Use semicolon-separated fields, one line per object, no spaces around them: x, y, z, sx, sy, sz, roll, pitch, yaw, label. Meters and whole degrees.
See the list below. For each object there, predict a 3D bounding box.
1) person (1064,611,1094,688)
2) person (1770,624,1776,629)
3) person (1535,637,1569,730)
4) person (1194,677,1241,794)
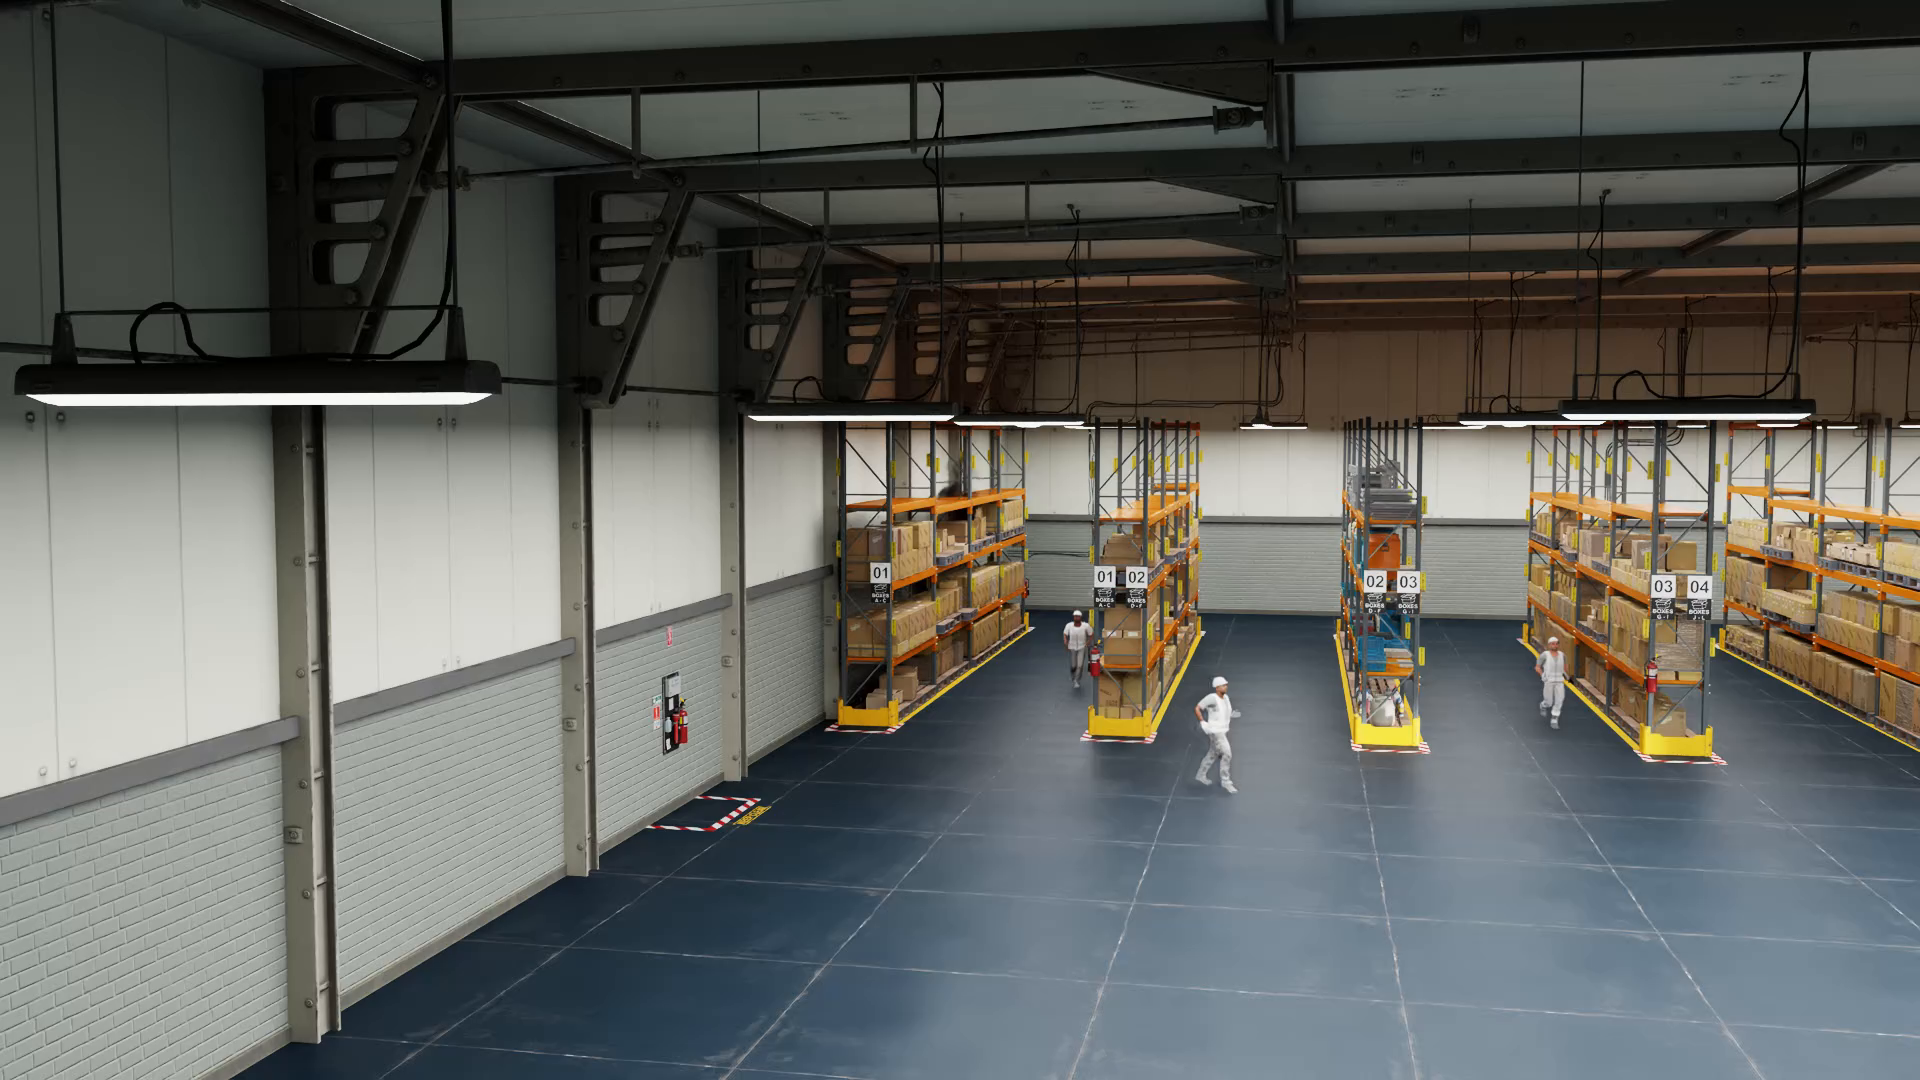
2.660;2.442;37.359;0.679;1.734;0.632;1;4;10;person
21.896;2.020;44.868;0.680;1.623;0.696;-2;4;-32;person
11.506;2.755;32.270;0.654;1.760;0.797;0;4;1;person
4.117;3.097;26.590;0.790;1.836;0.690;2;4;30;person
